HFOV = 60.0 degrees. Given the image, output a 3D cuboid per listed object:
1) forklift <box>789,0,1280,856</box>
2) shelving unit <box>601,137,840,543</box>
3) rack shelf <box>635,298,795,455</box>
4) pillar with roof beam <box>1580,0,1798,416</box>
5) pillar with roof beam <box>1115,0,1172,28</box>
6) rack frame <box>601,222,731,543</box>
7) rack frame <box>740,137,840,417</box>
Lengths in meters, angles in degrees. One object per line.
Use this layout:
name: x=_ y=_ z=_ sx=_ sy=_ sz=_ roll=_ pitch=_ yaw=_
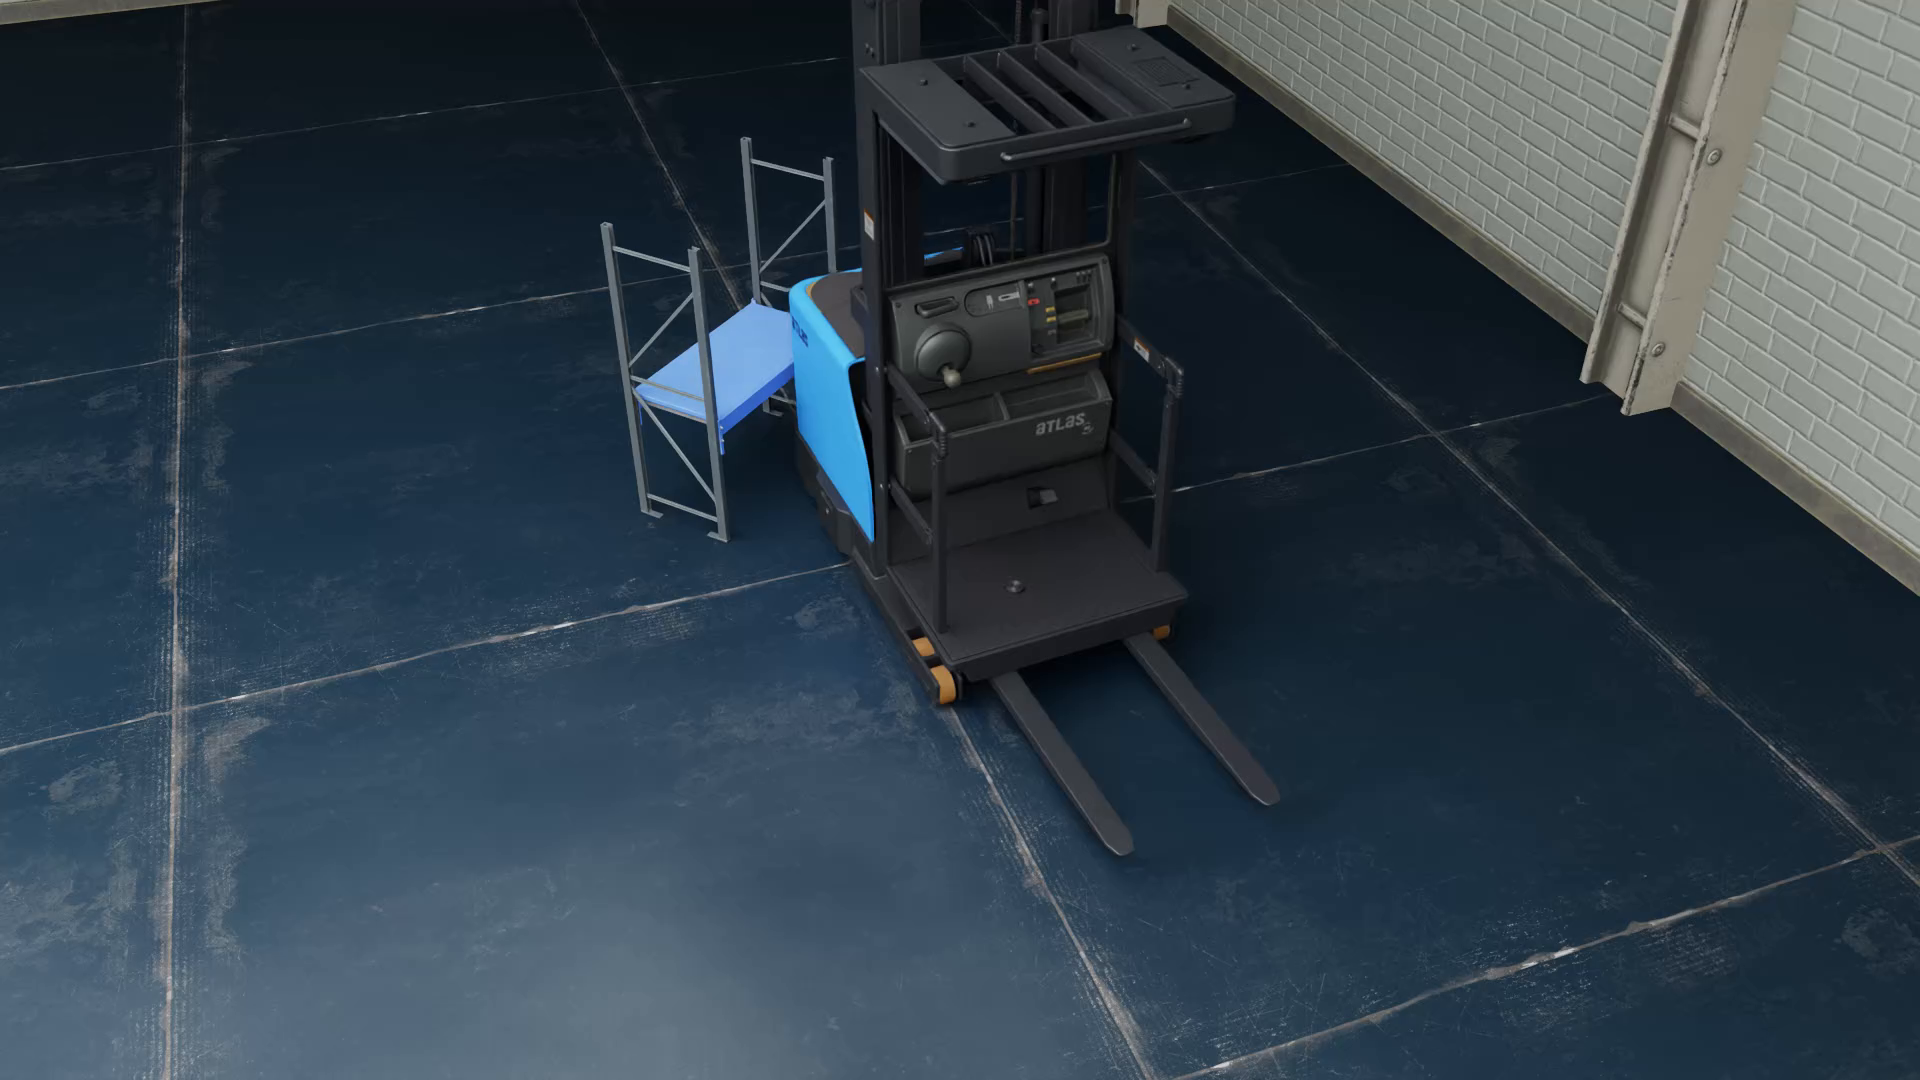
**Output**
forklift: x=0.265 y=-0.787 z=6.359 sx=1.130 sy=2.935 sz=3.031 roll=-15 pitch=39 yaw=-19
shelving unit: x=-1.046 y=-0.934 z=7.743 sx=0.538 sy=1.500 sz=1.048 roll=19 pitch=41 yaw=23
rack shelf: x=-1.046 y=-0.790 z=7.851 sx=0.538 sy=0.185 sz=1.000 roll=19 pitch=41 yaw=23
pillar with roof beam: x=-0.519 y=-3.487 z=4.900 sx=9.100 sy=9.000 sz=0.400 roll=-12 pitch=39 yaw=-16
pillar with roof beam: x=-2.584 y=-6.877 z=9.400 sx=9.100 sy=9.000 sz=0.400 roll=-12 pitch=39 yaw=-16
rack frame: x=-1.294 y=-0.667 z=7.389 sx=0.500 sy=1.500 sz=0.032 roll=19 pitch=41 yaw=23
rack frame: x=-0.797 y=-1.201 z=8.097 sx=0.500 sy=1.500 sz=0.032 roll=19 pitch=41 yaw=23
